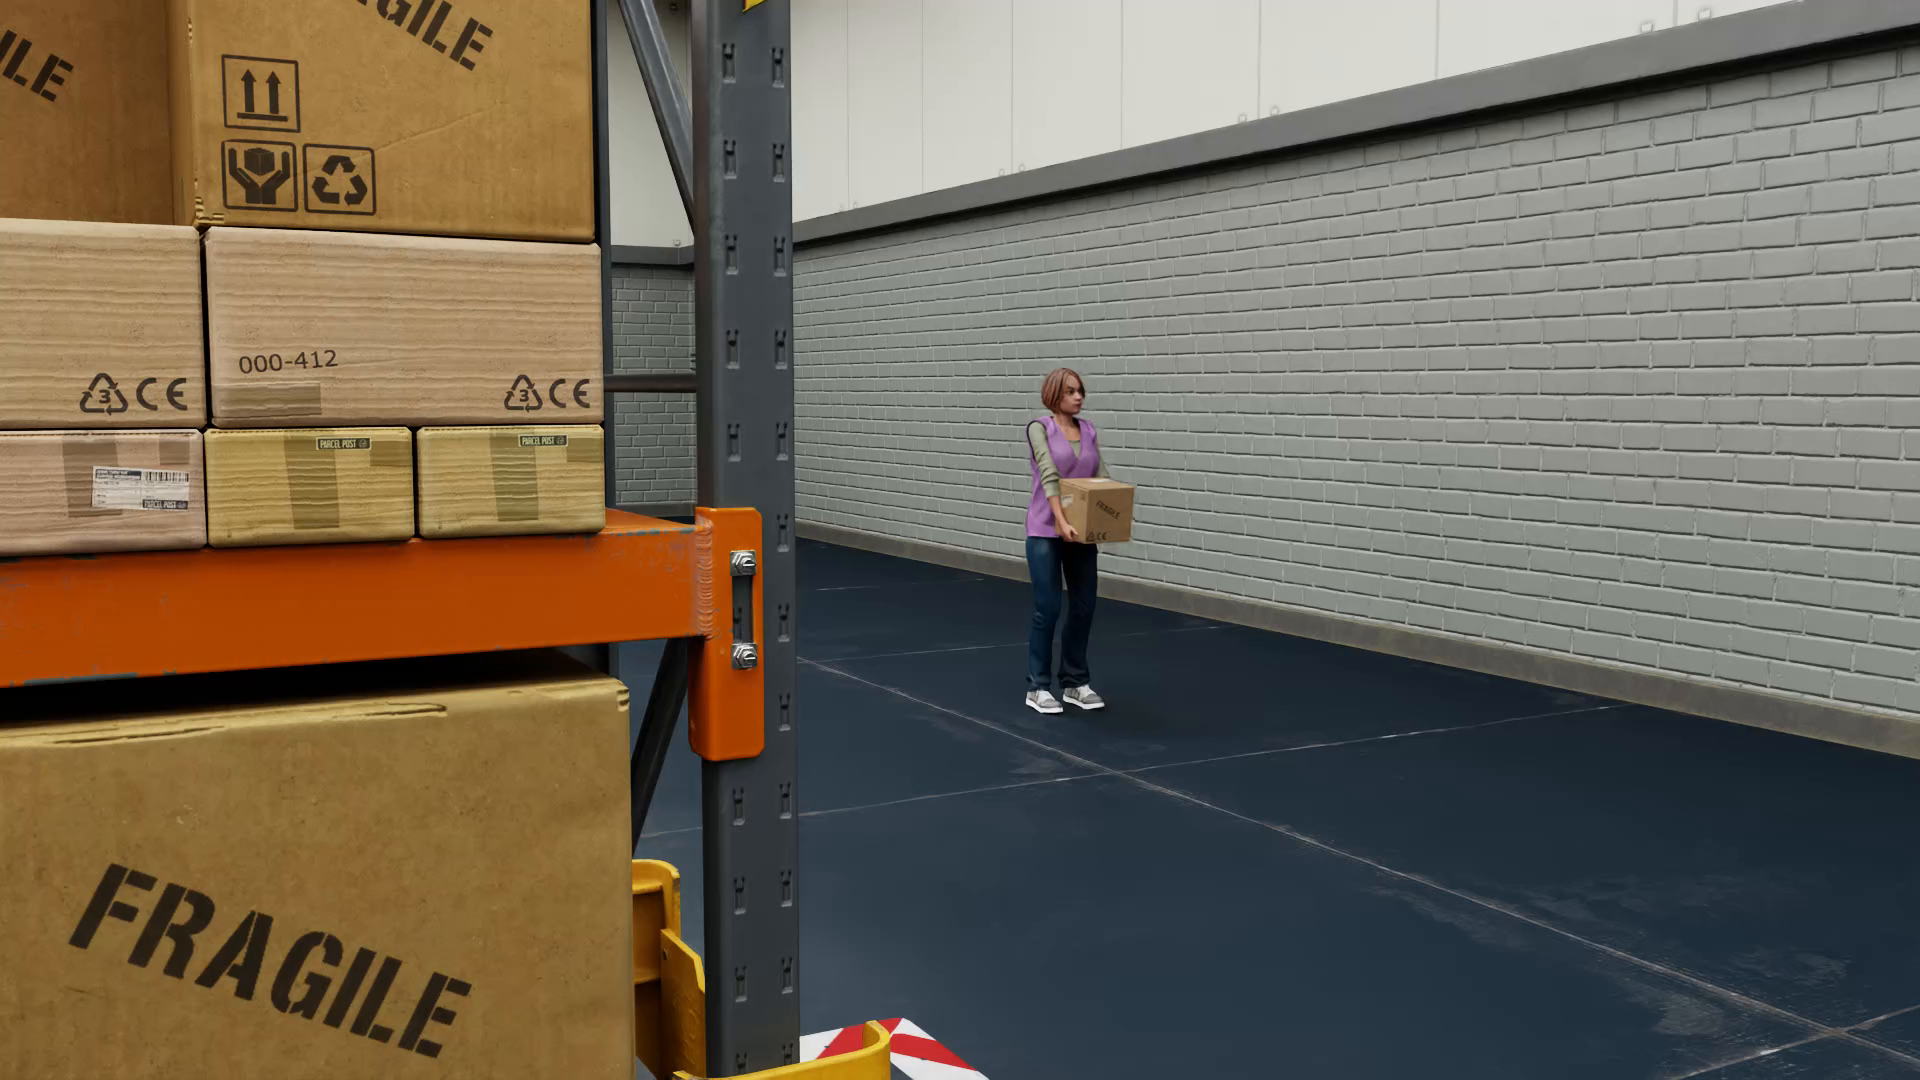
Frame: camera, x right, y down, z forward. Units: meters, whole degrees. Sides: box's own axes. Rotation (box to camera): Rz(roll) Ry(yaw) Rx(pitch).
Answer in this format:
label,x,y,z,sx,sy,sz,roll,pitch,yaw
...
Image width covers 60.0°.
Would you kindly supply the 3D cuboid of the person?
label,x,y,z,sx,sy,sz,roll,pitch,yaw
person,0.492,0.110,7.770,0.375,1.374,0.362,-3,6,-29
